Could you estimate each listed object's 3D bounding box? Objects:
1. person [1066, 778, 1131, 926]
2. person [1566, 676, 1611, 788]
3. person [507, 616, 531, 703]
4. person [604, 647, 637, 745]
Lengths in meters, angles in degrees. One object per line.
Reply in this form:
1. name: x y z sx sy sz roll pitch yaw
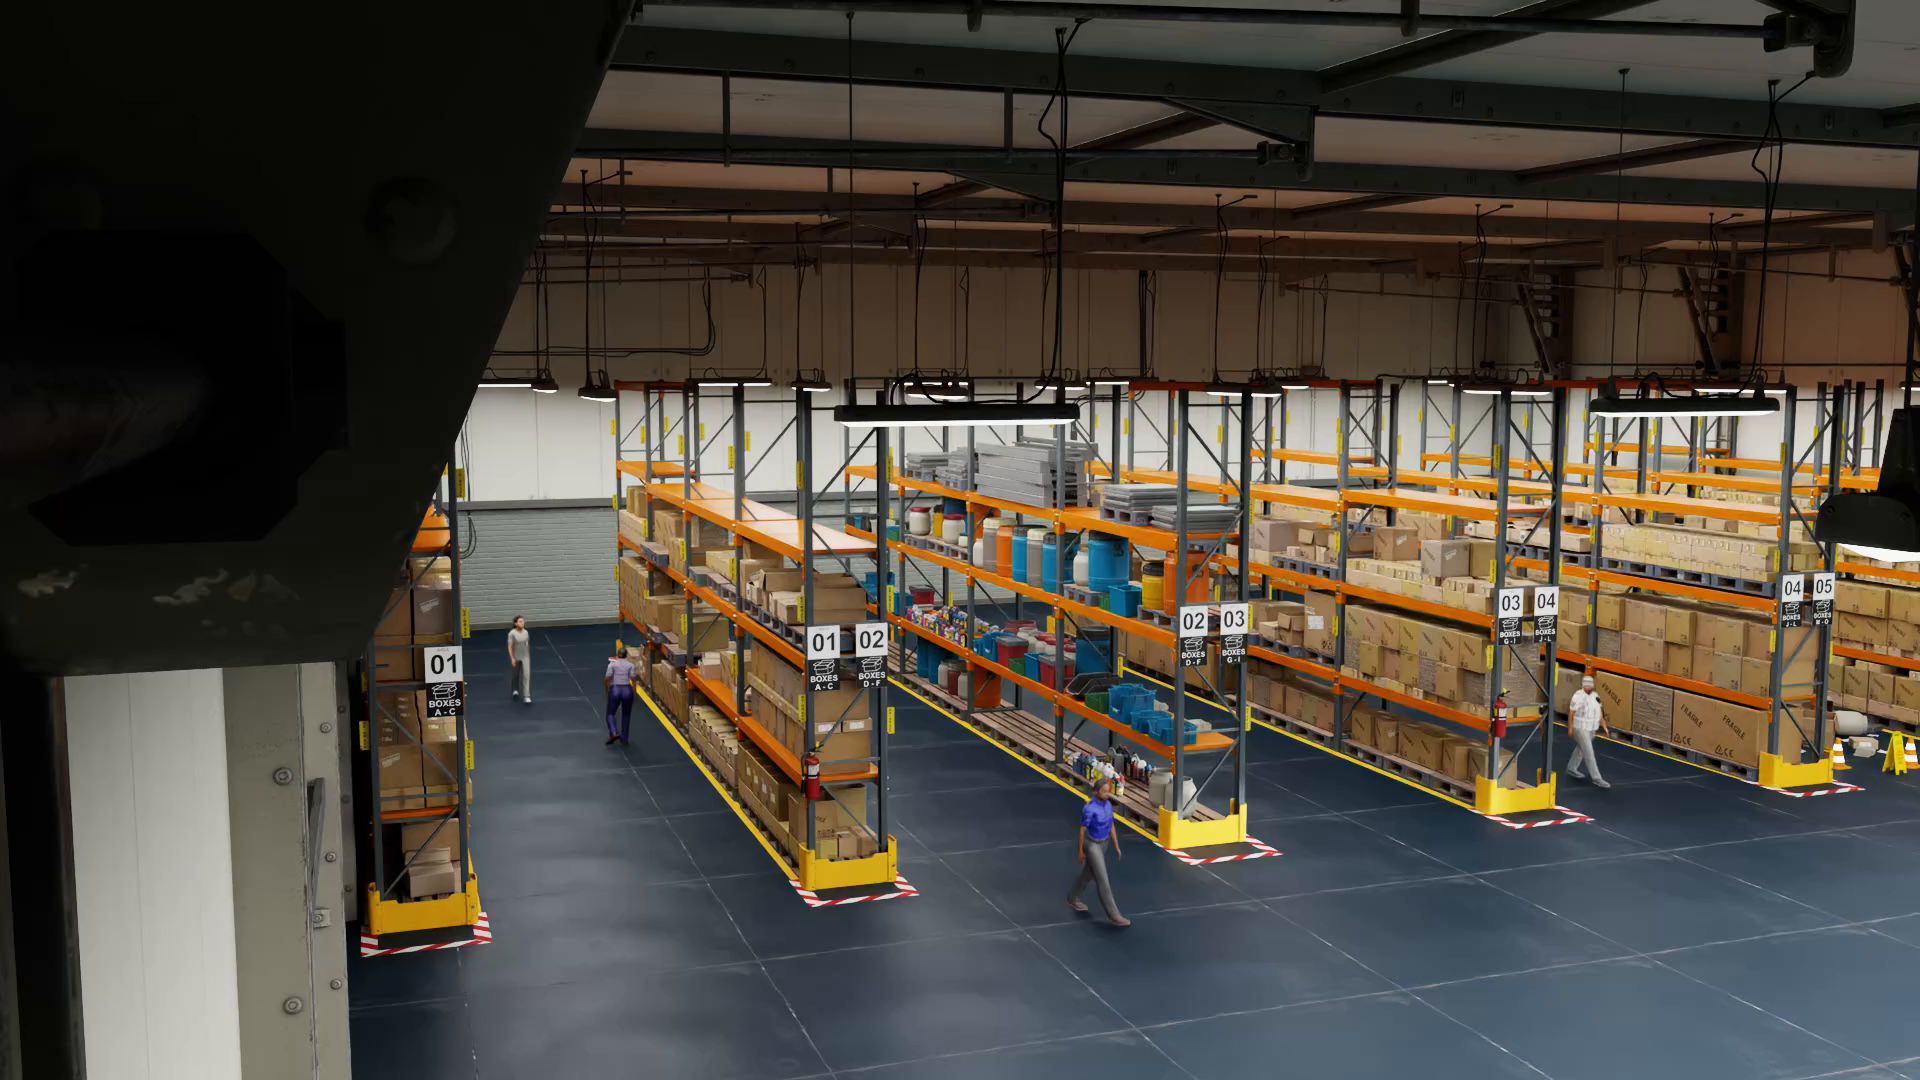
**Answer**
1. person: 1.603 3.509 18.938 0.980 1.602 0.487 4 7 34
2. person: 9.499 2.852 25.099 0.508 1.623 0.931 -3 7 -27
3. person: -8.287 2.219 31.224 0.427 1.611 1.082 -3 7 -22
4. person: -5.641 2.610 27.639 0.565 1.623 0.618 -2 6 -17
